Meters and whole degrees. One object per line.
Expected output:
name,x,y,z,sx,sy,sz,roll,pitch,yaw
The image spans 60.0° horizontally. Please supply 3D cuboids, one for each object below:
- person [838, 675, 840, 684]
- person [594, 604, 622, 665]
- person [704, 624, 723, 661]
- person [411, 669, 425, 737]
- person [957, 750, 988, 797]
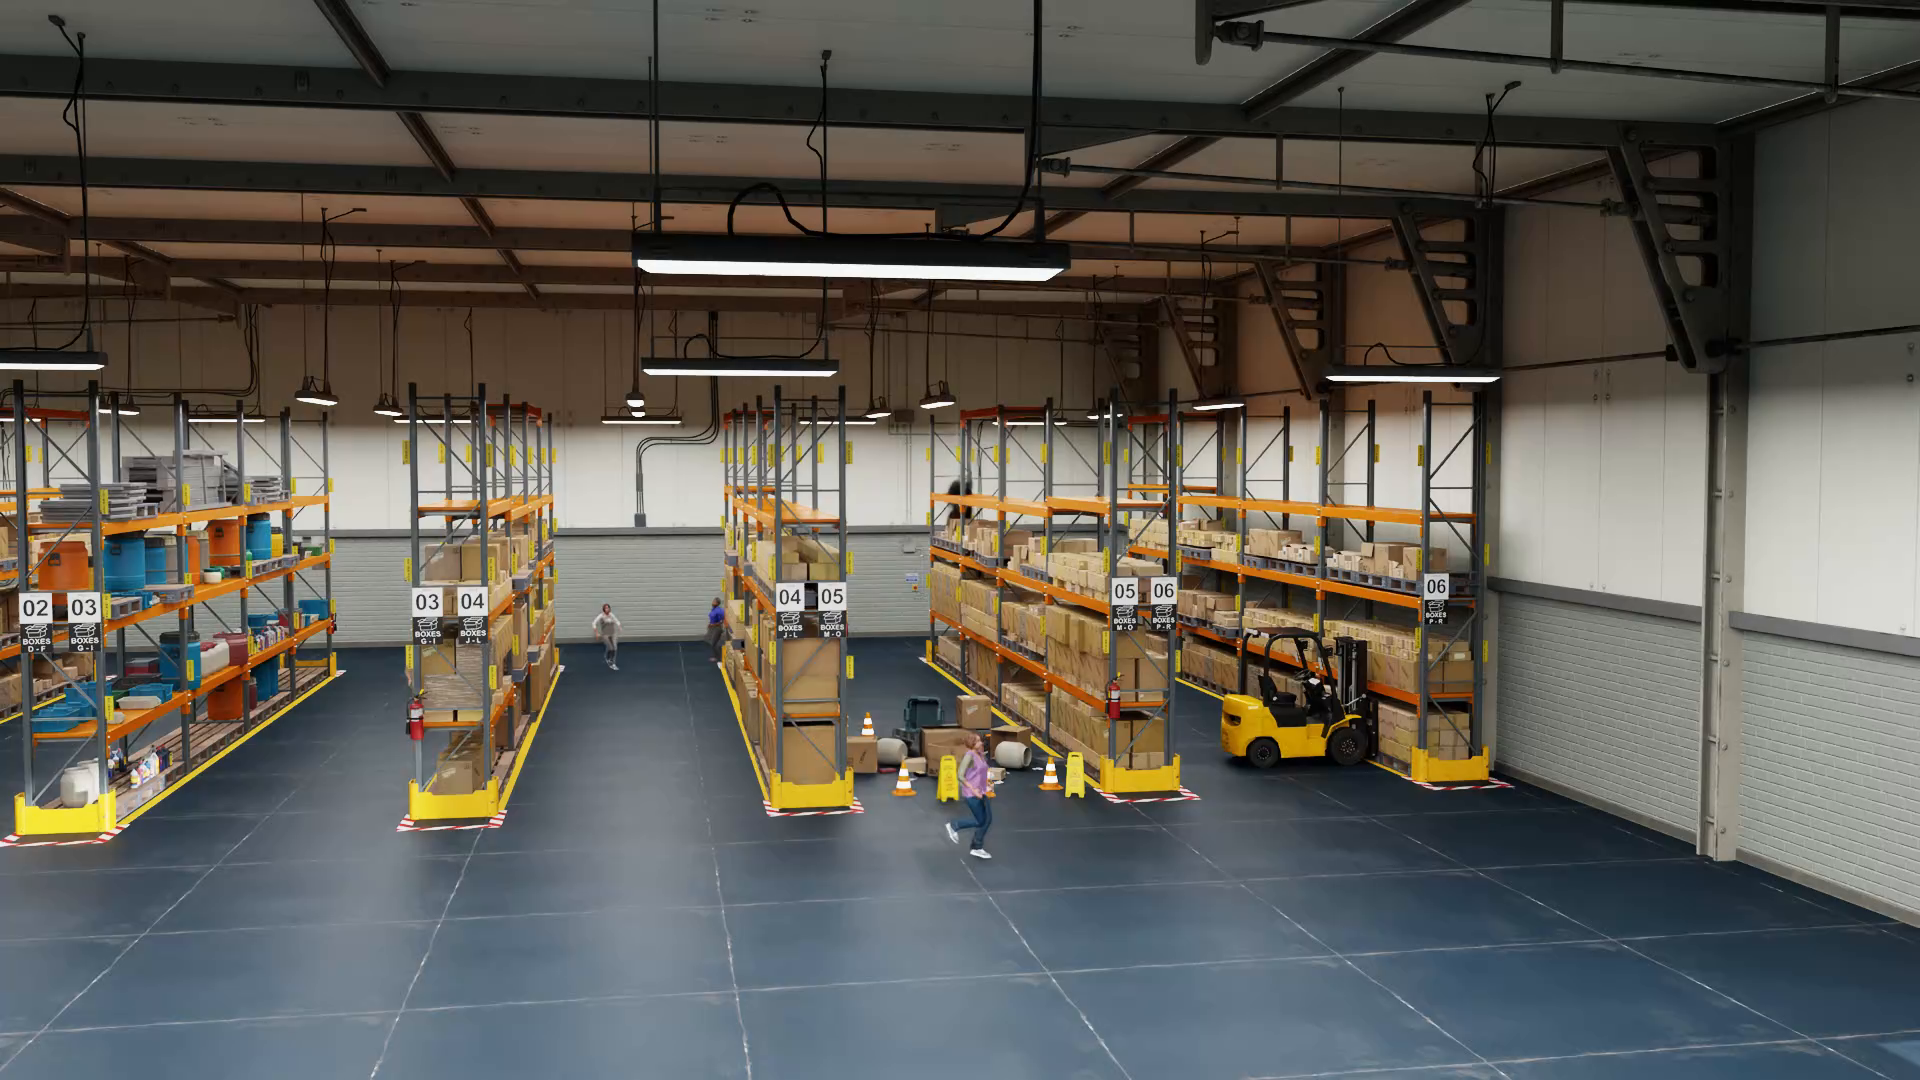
person,-2.773,2.316,36.049,0.436,1.737,0.550,-1,3,-11
person,-8.225,2.221,38.862,0.634,1.475,0.502,-2,4,-36
person,-5.953,2.475,40.416,0.501,0.968,0.496,-2,4,-36
person,-9.681,2.802,29.906,0.541,1.403,0.804,-1,3,-14
person,0.187,2.913,20.761,0.297,0.581,0.536,1,3,26
